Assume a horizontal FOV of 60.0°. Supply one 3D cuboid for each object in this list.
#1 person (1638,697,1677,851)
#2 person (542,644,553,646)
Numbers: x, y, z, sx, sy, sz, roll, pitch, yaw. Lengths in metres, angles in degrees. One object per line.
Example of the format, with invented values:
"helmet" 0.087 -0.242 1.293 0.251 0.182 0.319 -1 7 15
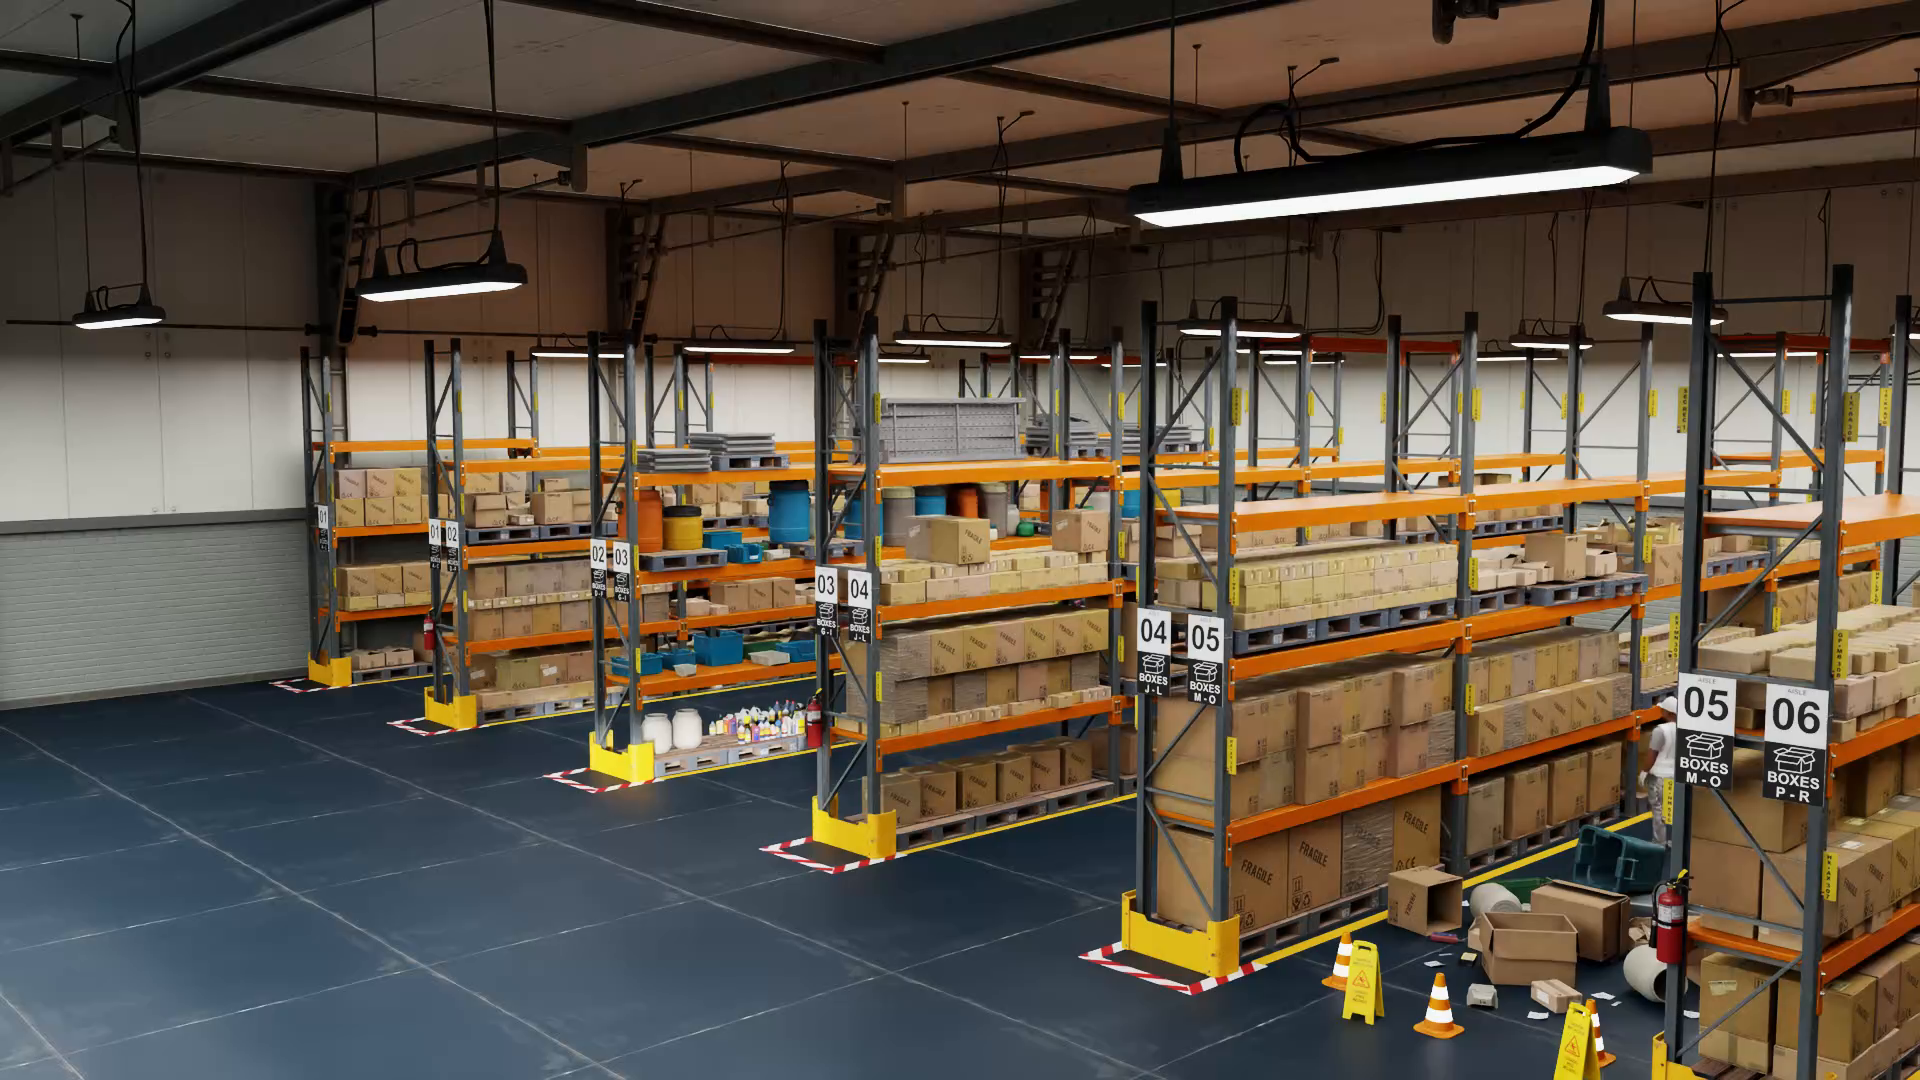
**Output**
"person" 7.948 2.634 18.716 0.641 1.787 0.527 0 5 -1
"person" -7.179 1.807 29.117 0.479 1.737 0.616 1 5 13
